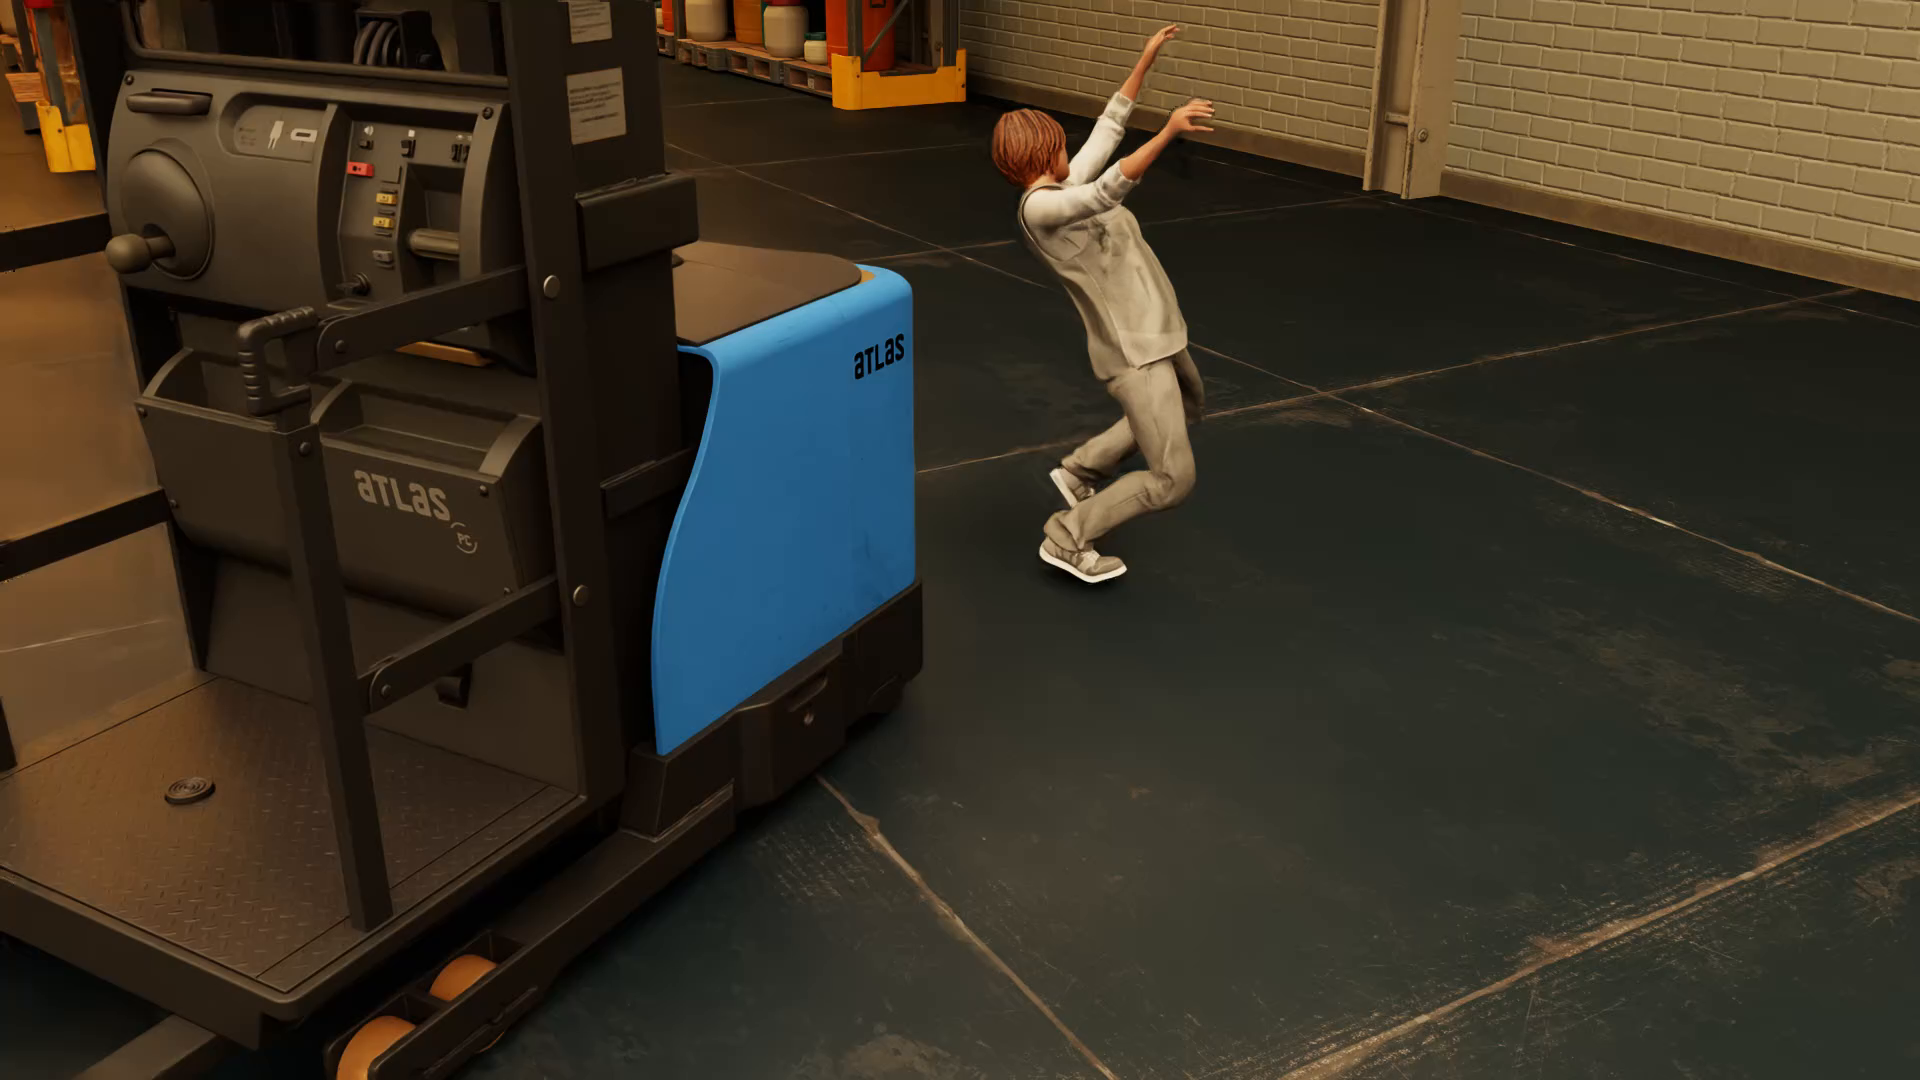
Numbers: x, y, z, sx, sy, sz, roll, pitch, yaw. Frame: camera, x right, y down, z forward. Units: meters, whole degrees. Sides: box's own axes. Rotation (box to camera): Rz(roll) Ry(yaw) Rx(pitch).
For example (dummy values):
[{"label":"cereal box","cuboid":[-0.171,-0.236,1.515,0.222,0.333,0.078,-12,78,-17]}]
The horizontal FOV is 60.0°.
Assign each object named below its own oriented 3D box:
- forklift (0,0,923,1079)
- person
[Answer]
[{"label":"forklift","cuboid":[-1.251,-0.586,2.701,1.130,2.935,3.031,12,25,27]},{"label":"person","cuboid":[0.389,-0.616,4.626,0.632,1.506,0.844,2,22,6]}]
